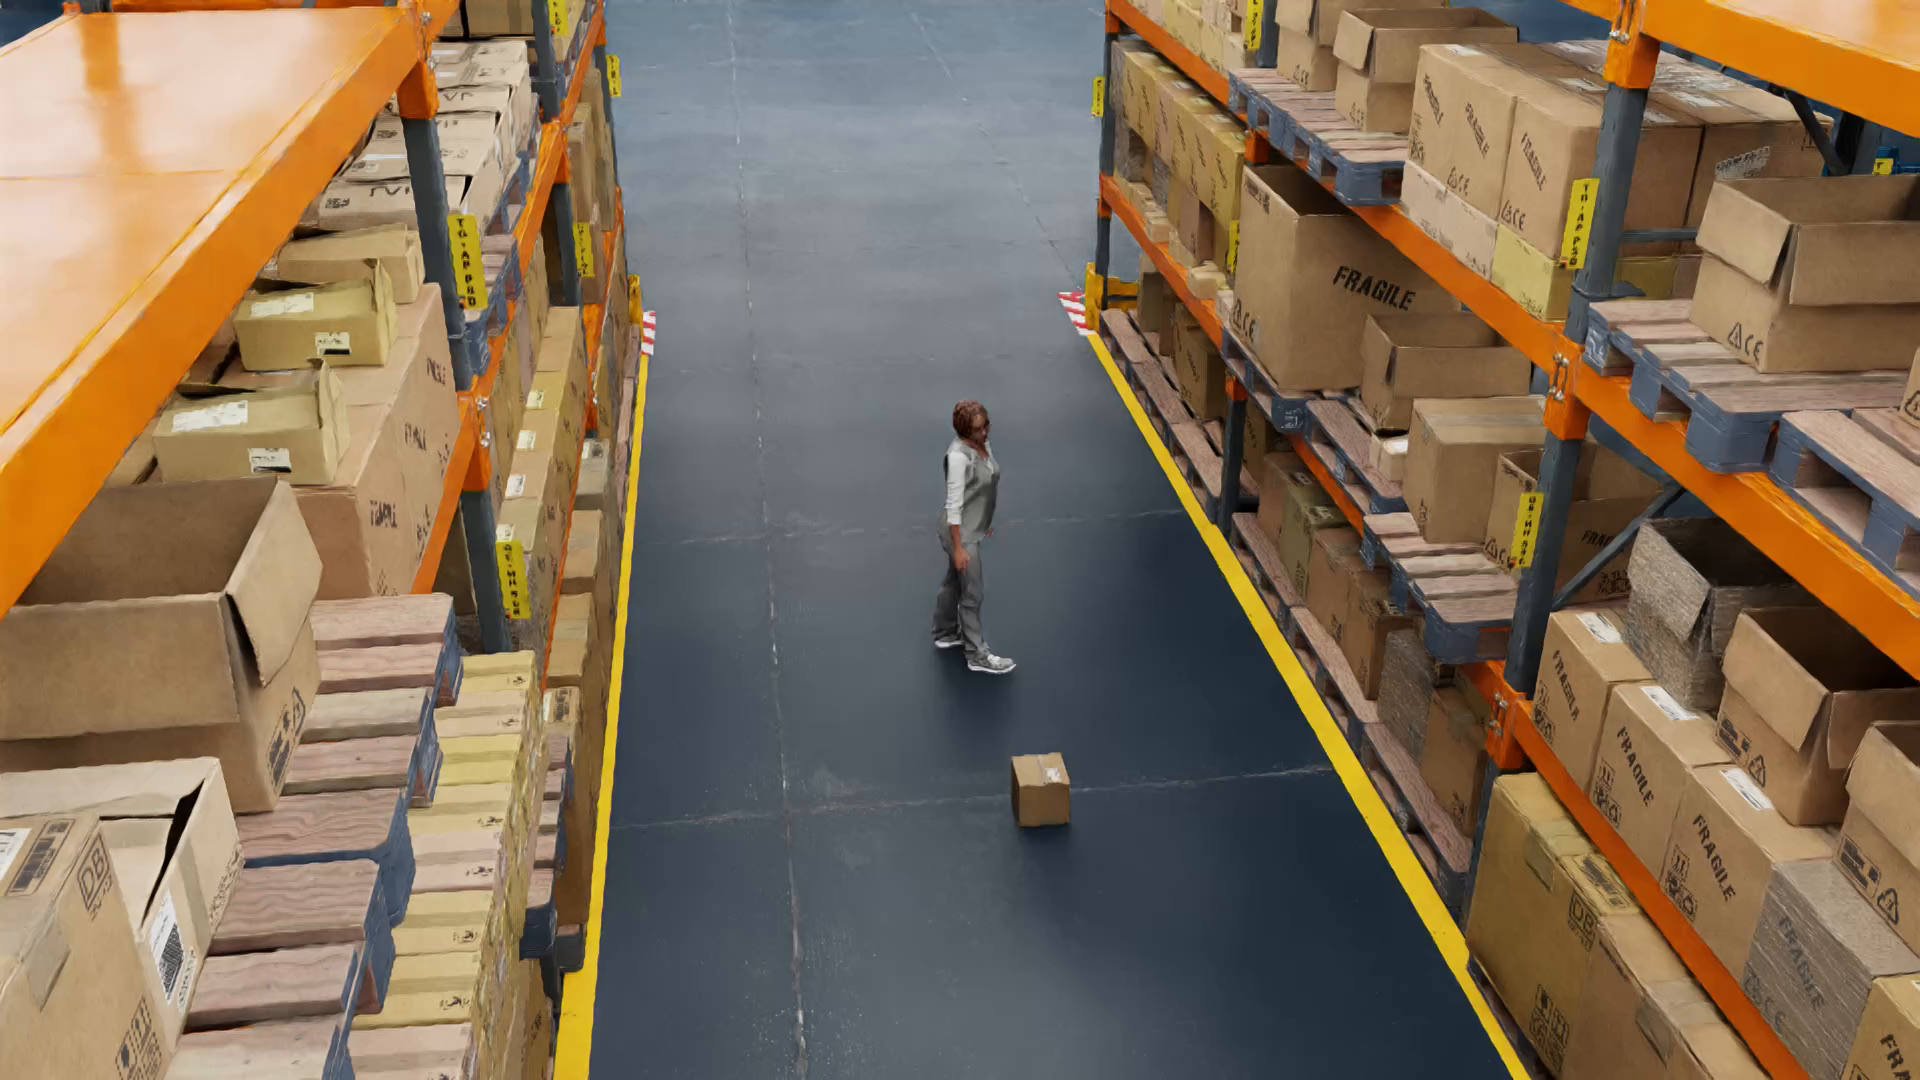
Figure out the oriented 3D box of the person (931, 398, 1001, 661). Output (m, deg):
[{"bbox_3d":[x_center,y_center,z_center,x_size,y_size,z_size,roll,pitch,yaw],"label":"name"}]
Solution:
[{"bbox_3d":[0.006,-0.059,9.084,0.393,1.526,0.507,6,28,12],"label":"person"}]
